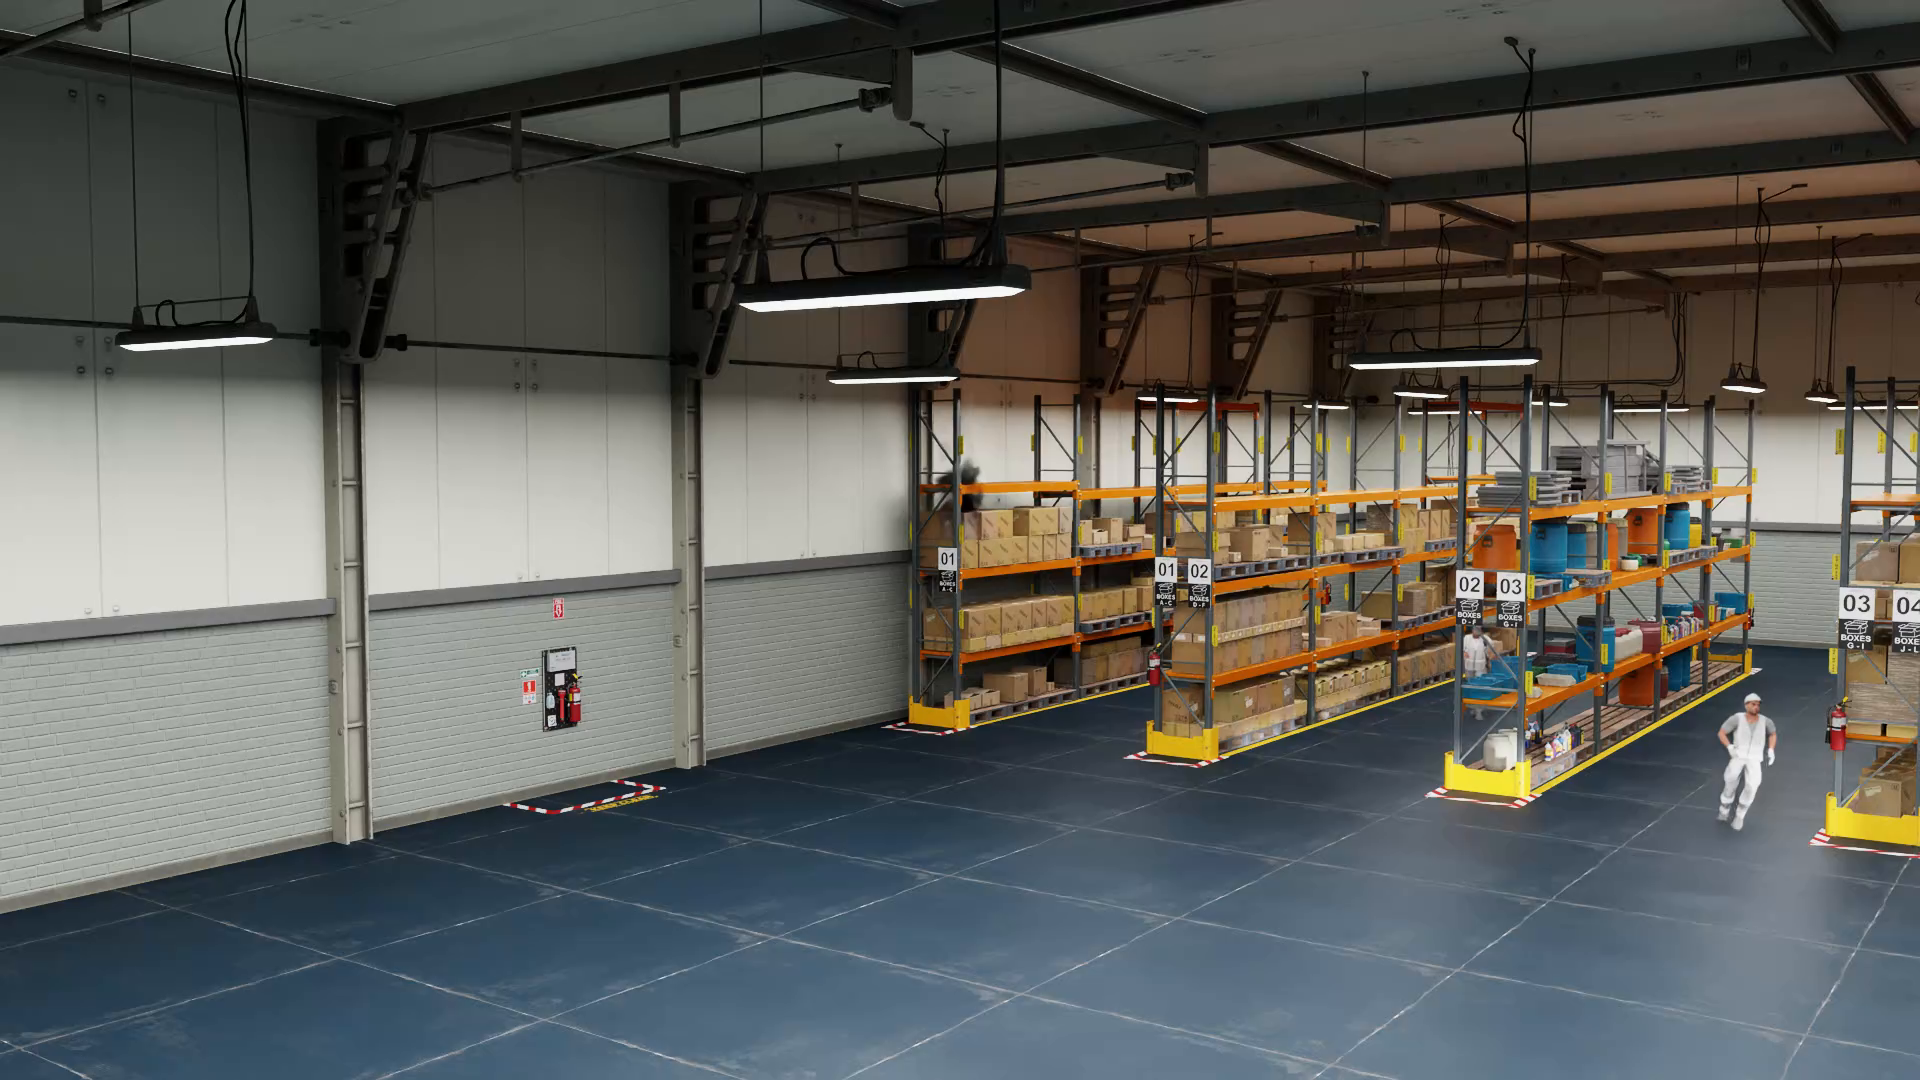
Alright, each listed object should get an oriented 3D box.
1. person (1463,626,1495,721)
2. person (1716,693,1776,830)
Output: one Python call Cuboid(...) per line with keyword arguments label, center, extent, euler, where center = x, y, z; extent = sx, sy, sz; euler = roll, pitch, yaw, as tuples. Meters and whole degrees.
Cuboid(label="person", center=(9.458, 2.382, 30.546), extent=(0.642, 1.837, 0.812), euler=(2, 4, 26))
Cuboid(label="person", center=(10.297, 2.890, 21.752), extent=(0.718, 1.780, 0.667), euler=(1, 3, 20))
